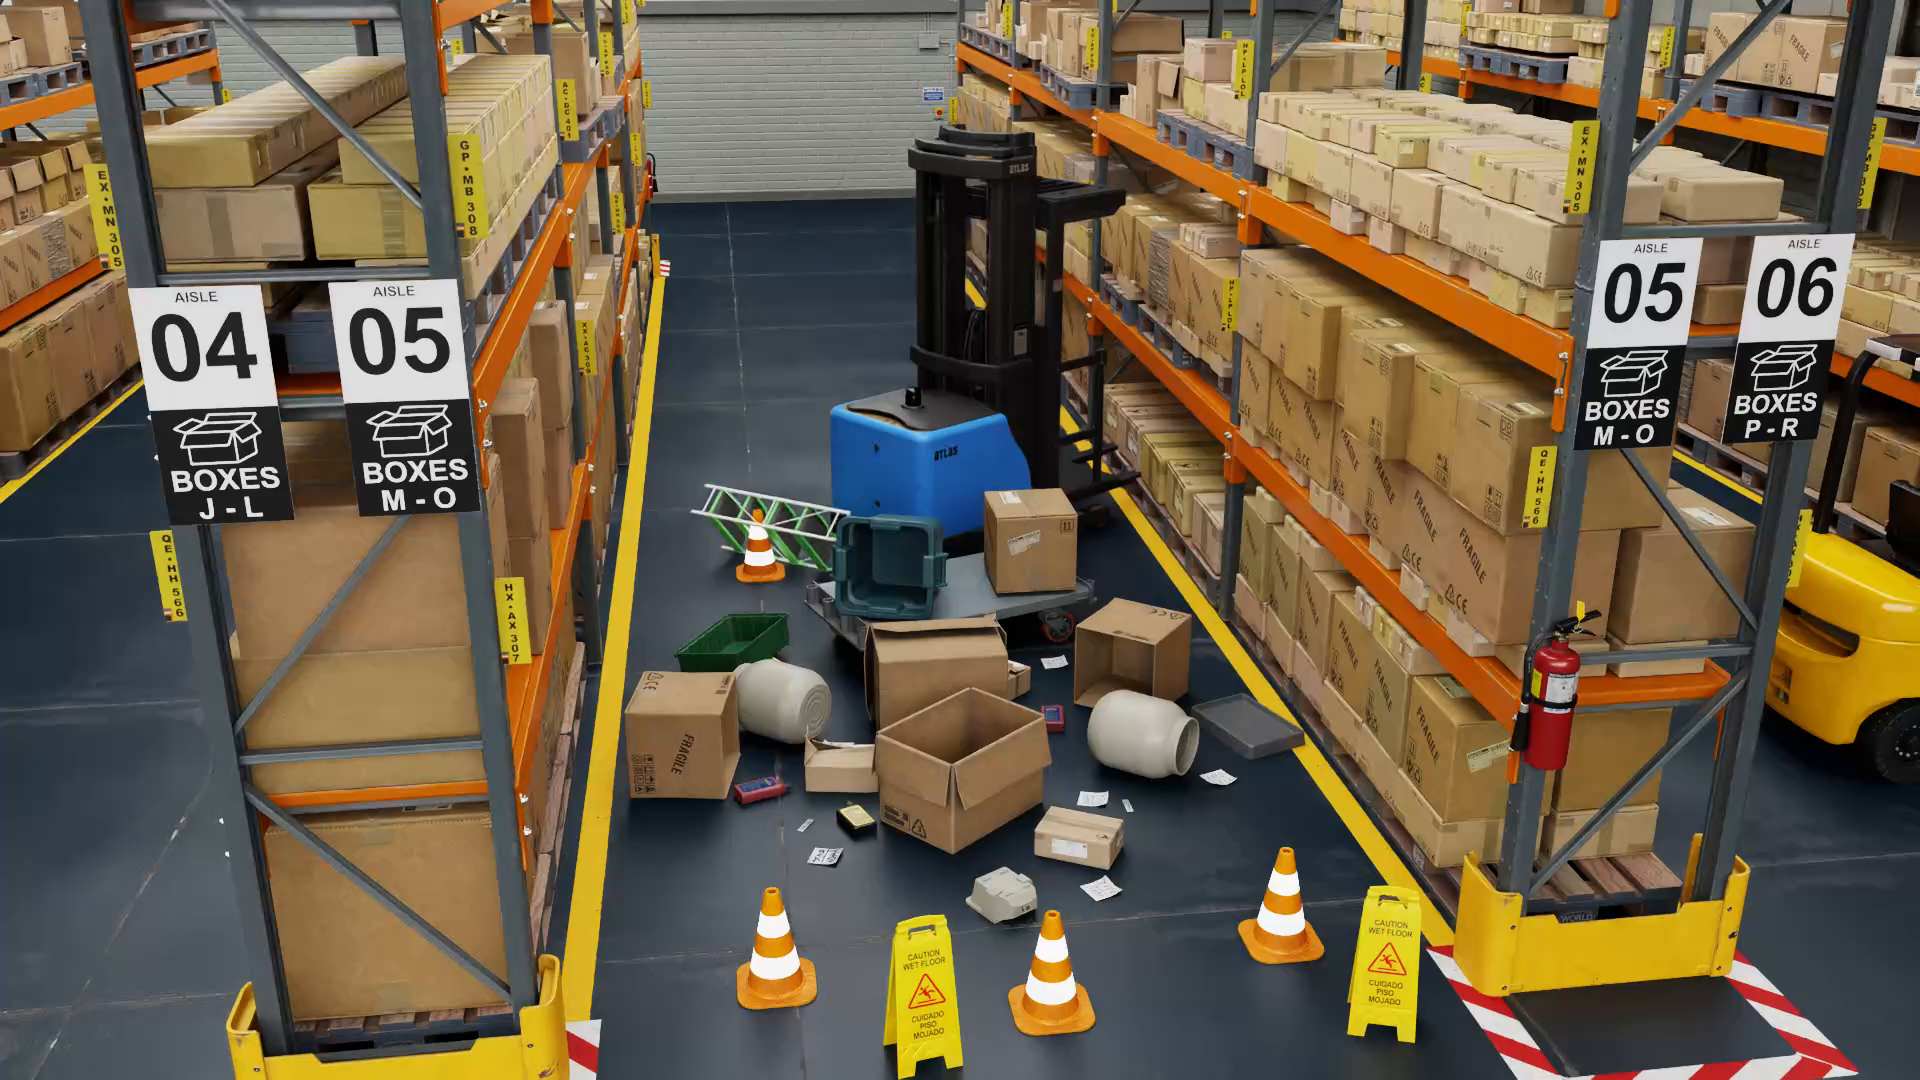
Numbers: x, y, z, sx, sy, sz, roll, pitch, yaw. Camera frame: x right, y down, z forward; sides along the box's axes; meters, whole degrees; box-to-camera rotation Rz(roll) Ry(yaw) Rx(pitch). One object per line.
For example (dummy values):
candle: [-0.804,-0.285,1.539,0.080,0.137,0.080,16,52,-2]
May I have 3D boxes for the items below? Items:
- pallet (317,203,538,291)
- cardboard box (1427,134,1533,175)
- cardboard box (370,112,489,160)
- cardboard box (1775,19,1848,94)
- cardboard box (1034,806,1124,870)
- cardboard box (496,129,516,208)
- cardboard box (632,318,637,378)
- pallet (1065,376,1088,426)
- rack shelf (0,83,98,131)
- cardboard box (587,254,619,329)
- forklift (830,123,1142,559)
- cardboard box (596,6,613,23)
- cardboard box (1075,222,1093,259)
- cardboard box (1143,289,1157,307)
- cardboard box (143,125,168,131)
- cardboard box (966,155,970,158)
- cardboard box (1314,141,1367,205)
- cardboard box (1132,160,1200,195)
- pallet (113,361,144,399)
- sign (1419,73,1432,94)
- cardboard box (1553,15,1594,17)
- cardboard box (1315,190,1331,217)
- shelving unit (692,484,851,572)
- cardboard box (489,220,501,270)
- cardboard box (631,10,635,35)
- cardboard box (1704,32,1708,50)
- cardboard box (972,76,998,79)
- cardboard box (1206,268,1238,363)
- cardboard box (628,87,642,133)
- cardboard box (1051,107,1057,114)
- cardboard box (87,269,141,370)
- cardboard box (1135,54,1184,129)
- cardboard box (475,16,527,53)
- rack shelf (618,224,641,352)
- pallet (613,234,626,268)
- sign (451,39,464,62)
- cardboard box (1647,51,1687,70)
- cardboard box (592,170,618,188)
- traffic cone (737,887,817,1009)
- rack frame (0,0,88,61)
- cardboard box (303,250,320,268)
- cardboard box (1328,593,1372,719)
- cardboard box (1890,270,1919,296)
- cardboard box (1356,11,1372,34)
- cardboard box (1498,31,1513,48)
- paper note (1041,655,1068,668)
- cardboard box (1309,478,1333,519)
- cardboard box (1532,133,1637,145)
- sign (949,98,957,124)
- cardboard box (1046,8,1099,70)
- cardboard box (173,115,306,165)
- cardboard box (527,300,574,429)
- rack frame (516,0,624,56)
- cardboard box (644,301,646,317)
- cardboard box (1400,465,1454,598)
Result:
pallet: [-2.410,-1.290,7.224,1.003,0.211,1.213,-3,21,-8]
cardboard box: [2.349,-1.741,7.523,0.380,0.149,0.250,-4,21,-9]
cardboard box: [-1.920,-1.459,6.024,0.380,0.149,0.250,-3,21,-9]
cardboard box: [6.538,-3.633,12.484,0.500,0.500,0.500,-2,21,-6]
cardboard box: [0.582,1.452,8.116,0.380,0.149,0.250,8,22,20]
cardboard box: [-2.077,-1.495,6.692,0.500,0.250,0.500,-3,21,-8]
cardboard box: [-3.345,-1.829,15.797,0.500,0.500,0.500,-3,21,-9]
pallet: [1.577,-1.272,15.320,1.003,0.211,1.213,-3,21,-8]
rack shelf: [-8.478,-3.562,14.208,1.077,0.370,4.000,-3,21,-8]
cardboard box: [-2.937,-1.921,12.931,0.500,0.500,0.500,-3,21,-8]
forklift: [0.484,-1.535,12.136,3.031,2.935,1.130,-18,27,-40]
cardboard box: [-3.646,-5.271,16.684,0.380,0.149,0.250,-3,21,-9]
cardboard box: [1.295,-2.620,14.445,0.500,0.250,0.500,-3,21,-8]
cardboard box: [1.612,-1.886,12.738,0.380,0.149,0.250,-2,21,-5]
cardboard box: [-8.726,-4.137,17.722,0.500,0.500,0.500,-4,21,-9]
cardboard box: [0.349,-4.764,20.541,0.500,0.500,0.500,-3,21,-9]
cardboard box: [2.129,-1.873,8.445,0.500,0.250,0.500,-3,21,-7]
cardboard box: [1.787,-3.000,14.389,0.500,0.500,0.500,-4,21,-10]
pallet: [-8.581,-1.617,16.244,1.003,0.211,1.213,-3,21,-8]
sign: [2.729,-2.594,9.849,0.100,0.325,0.005,-3,21,-8]
cardboard box: [6.242,-5.246,16.878,0.380,0.149,0.250,-2,21,-6]
cardboard box: [2.120,-1.822,8.878,0.380,0.149,0.250,-2,21,-6]
shelving unit: [-1.226,-0.064,11.578,1.200,0.503,0.258,11,64,27]
cardboard box: [-1.919,-1.088,6.171,0.380,0.149,0.250,-3,21,-8]
cardboard box: [-3.956,-5.855,18.818,0.500,0.250,0.500,-3,21,-7]
cardboard box: [6.748,-4.356,14.524,0.380,0.149,0.250,-4,21,-10]
cardboard box: [0.349,-5.667,20.602,0.380,0.149,0.250,-2,21,-6]
cardboard box: [1.899,-1.448,10.638,0.500,0.500,0.500,-3,21,-9]
cardboard box: [-3.951,-4.941,19.160,0.500,0.500,0.500,-2,21,-5]
cardboard box: [1.198,-4.716,18.057,0.380,0.149,0.250,-3,21,-7]
cardboard box: [-8.655,-2.168,16.169,1.225,0.875,0.875,-3,21,-8]
cardboard box: [1.743,-3.425,12.669,0.700,0.500,0.500,-3,21,-8]
cardboard box: [-3.583,-3.955,12.993,0.396,0.266,0.258,-3,21,-8]
rack shelf: [-3.556,-2.372,15.309,1.077,0.370,4.000,-3,21,-8]
pallet: [-3.593,-2.610,15.192,1.003,0.211,1.213,-3,21,-8]
sign: [-3.804,-3.638,12.643,0.100,0.325,0.005,-3,21,-8]
cardboard box: [6.238,-4.186,14.493,0.380,0.149,0.250,-2,21,-7]
cardboard box: [-3.553,-3.538,16.309,0.380,0.149,0.250,-4,21,-9]
traffic cone: [-0.785,1.686,7.041,0.336,0.463,0.334,-3,21,-8]
rack frame: [-8.767,-5.997,15.412,1.000,3.000,0.127,-3,21,-8]
cardboard box: [-2.571,-1.052,6.076,0.380,0.149,0.250,-3,21,-7]
cardboard box: [2.252,0.588,8.611,0.500,0.500,0.500,-3,21,-9]
cardboard box: [6.797,-1.802,11.684,0.380,0.149,0.250,-3,21,-8]
cardboard box: [5.262,-6.455,20.714,0.500,0.250,0.500,-3,21,-7]
cardboard box: [5.689,-5.080,16.859,0.380,0.149,0.250,-3,21,-7]
paper note: [0.581,0.744,10.181,0.148,0.019,0.142,-3,21,-8]
cardboard box: [2.096,-0.230,8.905,0.380,0.149,0.250,-3,21,-7]
cardboard box: [2.844,-1.769,7.596,0.380,0.149,0.250,-2,21,-6]
sign: [-0.087,-5.488,21.273,0.100,0.325,0.005,-3,21,-8]
cardboard box: [1.075,-4.546,15.070,0.500,0.500,0.500,-3,21,-7]
cardboard box: [-2.570,-1.427,5.938,0.380,0.149,0.250,-3,21,-7]
cardboard box: [-2.477,-0.894,8.565,0.875,0.550,0.550,-3,21,-8]
rack frame: [-3.844,-6.212,15.988,1.000,3.000,0.127,-3,21,-8]
cardboard box: [-3.617,-2.498,18.090,0.380,0.149,0.250,-2,21,-6]
cardboard box: [2.351,-0.066,7.537,0.500,0.500,0.500,-3,21,-8]
